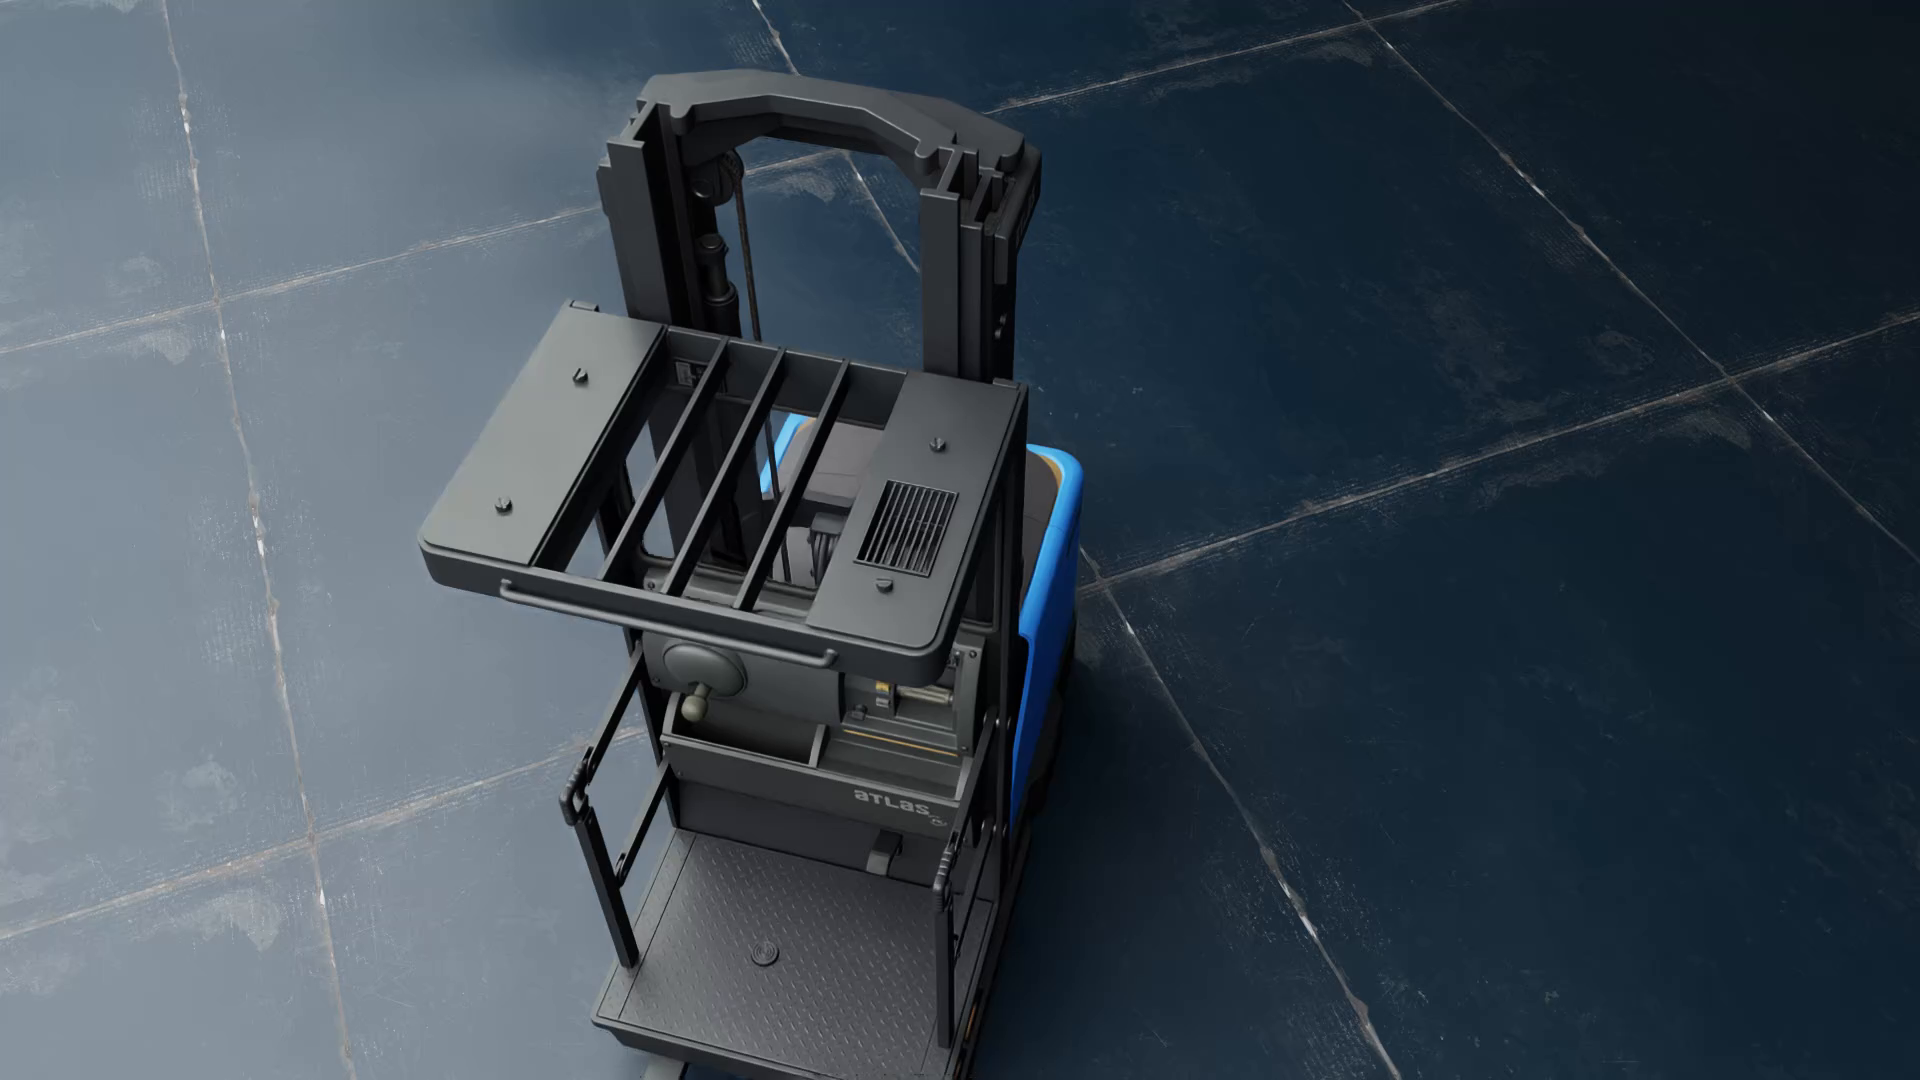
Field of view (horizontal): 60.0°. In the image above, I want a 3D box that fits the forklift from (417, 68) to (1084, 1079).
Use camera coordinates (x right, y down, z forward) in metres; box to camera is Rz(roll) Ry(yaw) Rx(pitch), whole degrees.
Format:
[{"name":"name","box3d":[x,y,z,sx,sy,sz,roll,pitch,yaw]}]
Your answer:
[{"name":"forklift","box3d":[-0.452,0.450,4.273,1.130,2.935,3.031,11,50,10]}]
